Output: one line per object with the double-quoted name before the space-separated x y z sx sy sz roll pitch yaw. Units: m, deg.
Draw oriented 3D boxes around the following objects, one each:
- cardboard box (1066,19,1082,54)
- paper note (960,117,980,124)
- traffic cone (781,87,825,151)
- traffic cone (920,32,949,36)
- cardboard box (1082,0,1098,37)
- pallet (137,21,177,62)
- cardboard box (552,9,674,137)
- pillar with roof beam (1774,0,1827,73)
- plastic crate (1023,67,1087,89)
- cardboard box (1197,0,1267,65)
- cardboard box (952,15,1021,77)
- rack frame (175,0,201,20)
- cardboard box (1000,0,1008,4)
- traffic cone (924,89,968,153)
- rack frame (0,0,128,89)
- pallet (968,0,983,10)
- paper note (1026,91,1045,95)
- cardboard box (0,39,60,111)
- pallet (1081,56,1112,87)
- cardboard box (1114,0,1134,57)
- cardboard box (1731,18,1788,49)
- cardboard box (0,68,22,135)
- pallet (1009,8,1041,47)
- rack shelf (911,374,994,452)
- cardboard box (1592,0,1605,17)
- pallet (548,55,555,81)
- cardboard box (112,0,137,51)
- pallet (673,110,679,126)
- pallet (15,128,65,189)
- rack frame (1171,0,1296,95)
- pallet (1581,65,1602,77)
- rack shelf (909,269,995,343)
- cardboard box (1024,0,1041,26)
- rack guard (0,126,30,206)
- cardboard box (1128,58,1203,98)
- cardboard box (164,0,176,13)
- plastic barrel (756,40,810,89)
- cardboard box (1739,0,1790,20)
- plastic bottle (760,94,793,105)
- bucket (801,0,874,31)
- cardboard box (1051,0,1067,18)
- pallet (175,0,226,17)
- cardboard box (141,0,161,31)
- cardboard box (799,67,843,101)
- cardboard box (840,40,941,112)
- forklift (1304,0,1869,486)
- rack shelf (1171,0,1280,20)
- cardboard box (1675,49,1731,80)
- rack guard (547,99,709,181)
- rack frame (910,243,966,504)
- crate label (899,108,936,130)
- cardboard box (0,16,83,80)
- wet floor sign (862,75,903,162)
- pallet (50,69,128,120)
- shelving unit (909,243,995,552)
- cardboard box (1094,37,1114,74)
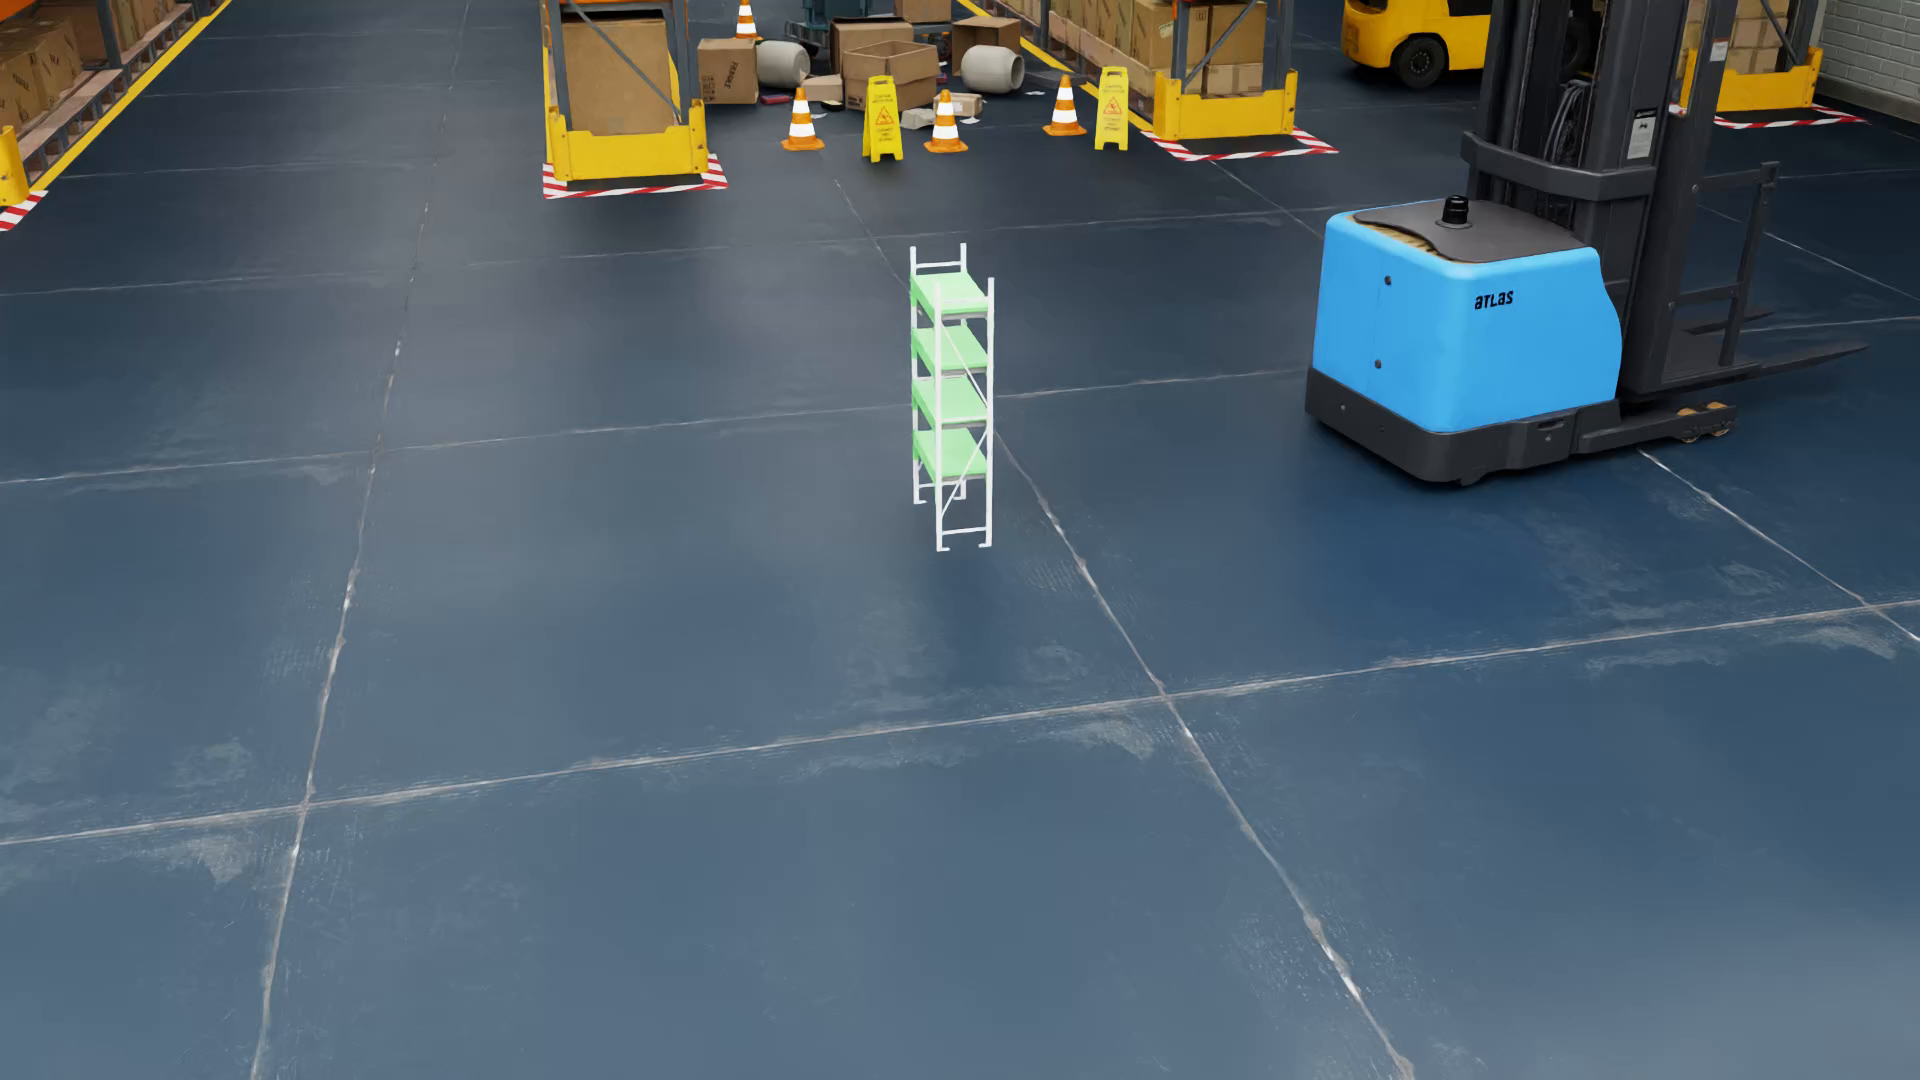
"cardboard box" 1.343 -4.956 16.325 0.500 0.250 0.500 -4 27 -9
"paper note" 0.091 -3.647 14.441 0.148 0.019 0.142 -16 31 -29
"traffic cone" -1.293 -3.457 13.586 0.336 0.463 0.334 -6 27 -12
"traffic cone" -0.302 -5.785 18.198 0.336 0.463 0.334 -6 27 -12
"cardboard box" 1.459 -5.062 15.704 0.500 0.500 0.500 -5 27 -9
"pallet" -8.769 -5.143 17.204 1.003 0.211 1.213 -6 27 -12
"cardboard box" -2.774 -3.742 13.227 0.875 0.875 0.875 -6 27 -11
"pillar with roof beam" 3.605 -7.903 12.921 9.100 9.000 0.400 -6 27 -12
"plastic crate" 0.897 -4.440 15.957 0.402 0.080 0.583 -16 31 -29
"cardboard box" 2.325 -4.447 14.484 0.500 0.500 0.500 -7 28 -13
"cardboard box" 0.258 -4.792 16.187 0.500 0.500 0.500 13 30 24
"rack frame" -9.215 -7.265 18.315 1.000 3.000 0.127 -6 27 -12
"cardboard box" 0.897 -6.380 19.012 0.950 0.372 0.625 -5 27 -10
"traffic cone" -0.115 -3.423 13.518 0.336 0.463 0.334 -6 27 -12
"rack frame" -8.313 -5.509 14.836 1.000 3.000 0.127 -6 27 -12
"pallet" 0.615 -6.683 20.257 1.003 0.211 1.213 -6 27 -12
"paper note" 0.707 -4.157 15.453 0.142 0.019 0.148 -16 31 -29
"cardboard box" -7.909 -3.886 13.928 0.500 0.500 0.500 -8 28 -16
"pallet" 1.806 -4.443 15.818 1.003 0.211 1.213 -6 27 -12
"cardboard box" 1.688 -4.608 14.804 0.500 0.500 0.500 -5 27 -10
"cardboard box" 7.175 -4.676 15.215 0.500 0.250 0.500 -5 27 -11
"cardboard box" -7.704 -3.359 12.885 0.500 0.500 0.500 1 27 2
"pallet" 1.165 -5.612 18.135 1.003 0.211 1.213 -6 27 -12
"rack shelf" -0.037 -0.551 7.152 0.258 0.148 0.480 -6 27 -12
"cardboard box" 6.425 -5.076 16.008 0.500 0.250 0.500 -7 28 -13
"pallet" -3.363 -4.382 15.697 1.003 0.211 1.213 -6 27 -12
"cardboard box" -8.520 -5.073 16.257 0.700 0.500 0.500 -6 27 -12
"pallet" -2.813 -3.311 13.575 1.003 0.211 1.213 -6 27 -12
"pallet" -7.578 -2.902 12.765 1.003 0.211 1.213 -6 27 -12
"rack frame" 2.243 -4.759 13.351 1.000 3.000 0.127 -6 27 -12
"pallet" 6.594 -4.886 16.696 1.003 0.211 1.213 -6 27 -12
"rack shelf" -0.037 -0.980 6.936 0.258 0.148 0.480 -6 27 -12
"cardboard box" 1.221 -5.760 17.783 0.950 0.372 0.625 -6 27 -11
"rack guard" -7.429 -2.671 11.986 1.175 0.500 0.348 -6 27 -12
"cardboard box" 1.794 -4.057 14.545 0.500 0.250 0.500 -6 27 -12
"cardboard box" -9.044 -6.054 18.200 0.700 0.500 0.500 -7 28 -14
"plastic barrel" -1.708 -4.476 15.648 0.512 0.421 0.421 13 30 24
"cardboard box" 7.154 -4.902 15.108 0.500 0.250 0.500 -6 27 -12
"plastic bottle" -1.666 -4.011 15.128 0.283 0.061 0.133 -16 31 -29
"bucket" -1.181 -5.360 16.486 0.726 0.611 0.620 3 17 6
"cardboard box" 1.212 -5.524 16.618 0.500 0.500 0.500 -5 27 -9
"pallet" -9.319 -6.374 19.644 1.003 0.211 1.213 -6 27 -12
"cardboard box" -8.772 -5.563 17.229 0.700 0.500 0.500 -4 27 -7
"cardboard box" -1.276 -4.180 15.237 0.396 0.266 0.258 -1 27 -3
"cardboard box" -0.619 -4.159 14.931 0.637 0.503 0.797 19 32 32
"forklift" 3.298 -1.992 7.944 3.031 2.935 1.130 -12 29 -22
"rack shelf" 1.792 -5.316 15.252 1.077 0.370 4.000 -6 27 -12
"cardboard box" 6.665 -4.399 15.222 0.500 0.250 0.500 -6 27 -11
"rack guard" -2.551 -3.086 12.809 1.175 0.500 0.348 -6 27 -12
"rack frame" -0.092 -0.715 7.336 0.240 1.200 0.015 -6 27 -12
"crate label" -0.353 -3.616 14.262 0.250 0.136 0.298 -23 35 -38
"cardboard box" -8.262 -4.401 14.949 0.500 0.500 0.500 -7 28 -13
"wet floor sign" -0.621 -3.350 13.170 0.267 0.644 0.232 -11 29 -20
"pallet" -8.128 -3.973 14.887 1.003 0.211 1.213 -6 27 -12
"shelving unit" -0.037 -0.608 7.124 0.258 1.200 0.503 -6 27 -12
"cardboard box" 1.567 -4.504 15.431 0.500 0.250 0.500 -7 28 -13
